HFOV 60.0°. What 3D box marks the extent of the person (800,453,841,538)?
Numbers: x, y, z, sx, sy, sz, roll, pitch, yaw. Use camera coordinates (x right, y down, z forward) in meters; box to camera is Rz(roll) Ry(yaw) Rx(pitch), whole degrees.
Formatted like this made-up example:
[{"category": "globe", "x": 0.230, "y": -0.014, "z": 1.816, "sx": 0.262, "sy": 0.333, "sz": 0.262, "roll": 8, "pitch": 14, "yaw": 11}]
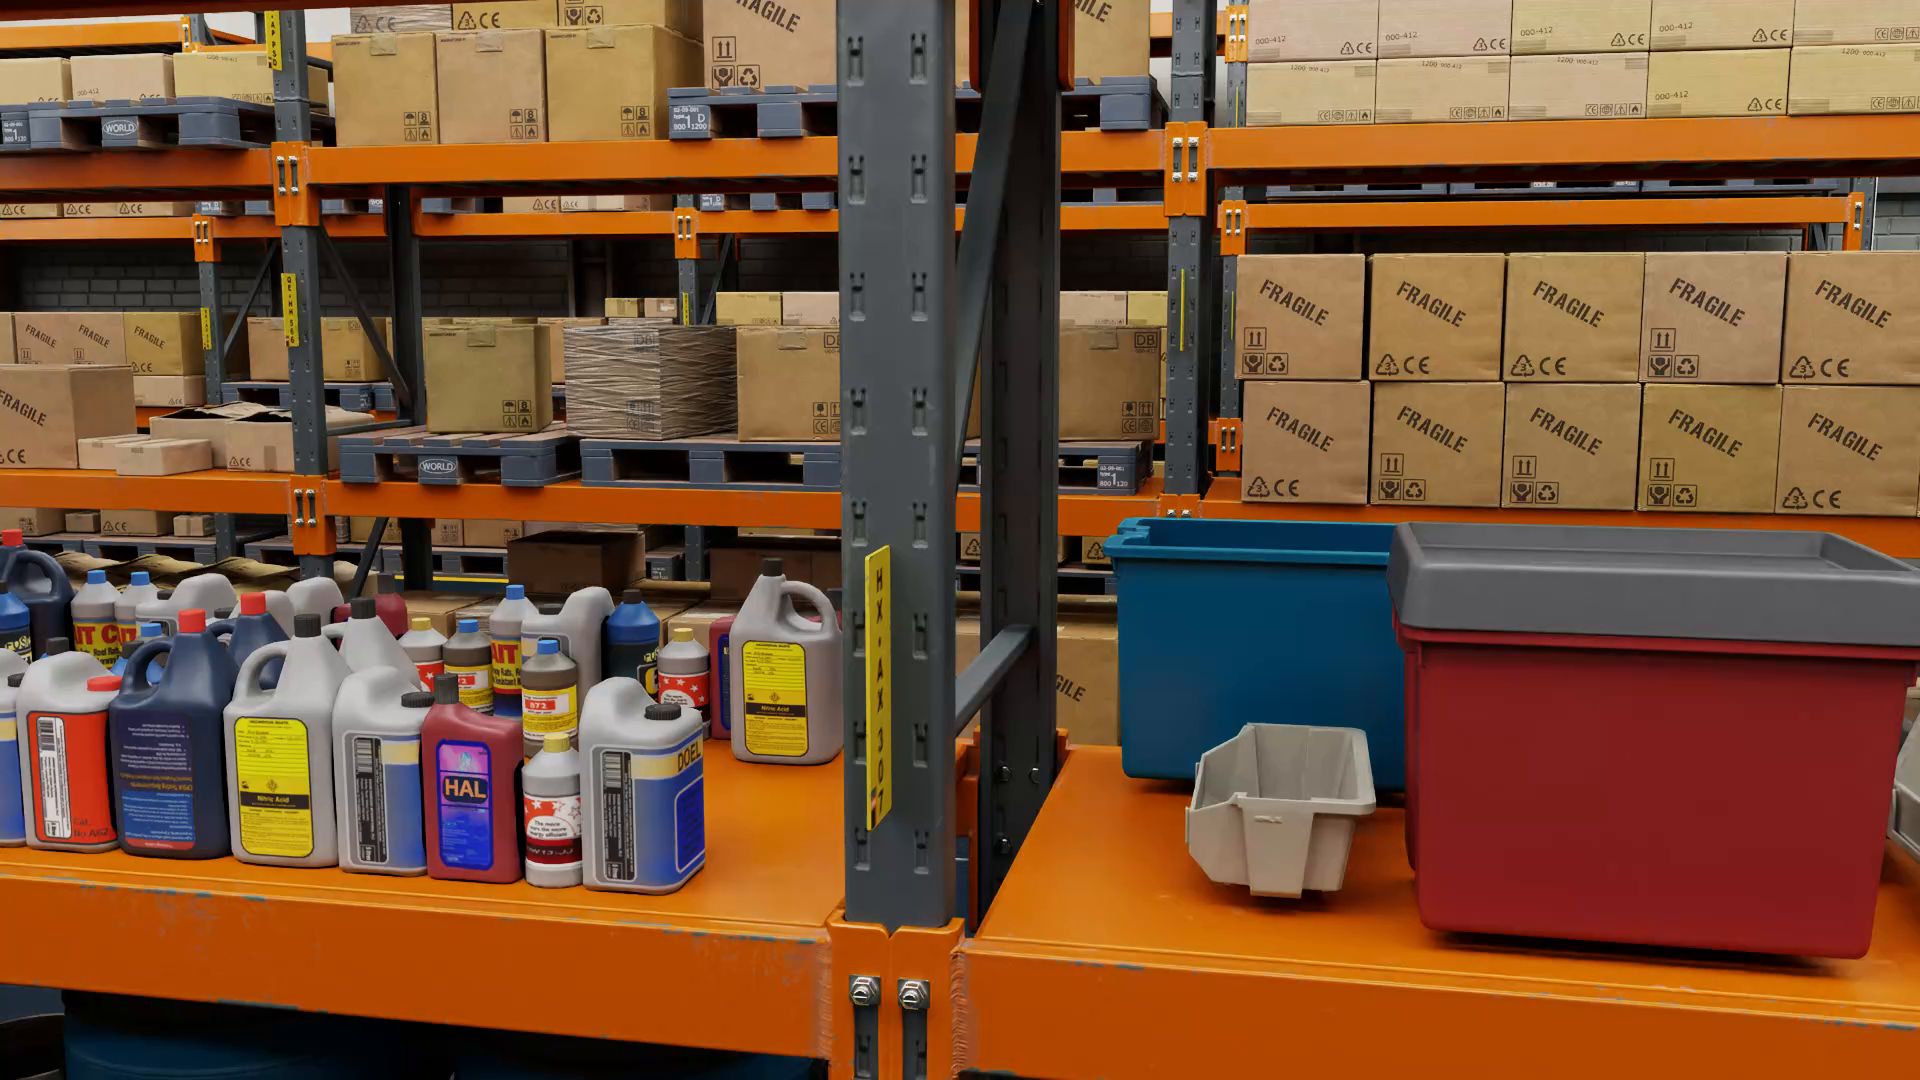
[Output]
[{"category": "person", "x": -0.658, "y": -0.117, "z": 9.743, "sx": 0.569, "sy": 1.722, "sz": 0.473, "roll": 1, "pitch": 8, "yaw": 9}]
